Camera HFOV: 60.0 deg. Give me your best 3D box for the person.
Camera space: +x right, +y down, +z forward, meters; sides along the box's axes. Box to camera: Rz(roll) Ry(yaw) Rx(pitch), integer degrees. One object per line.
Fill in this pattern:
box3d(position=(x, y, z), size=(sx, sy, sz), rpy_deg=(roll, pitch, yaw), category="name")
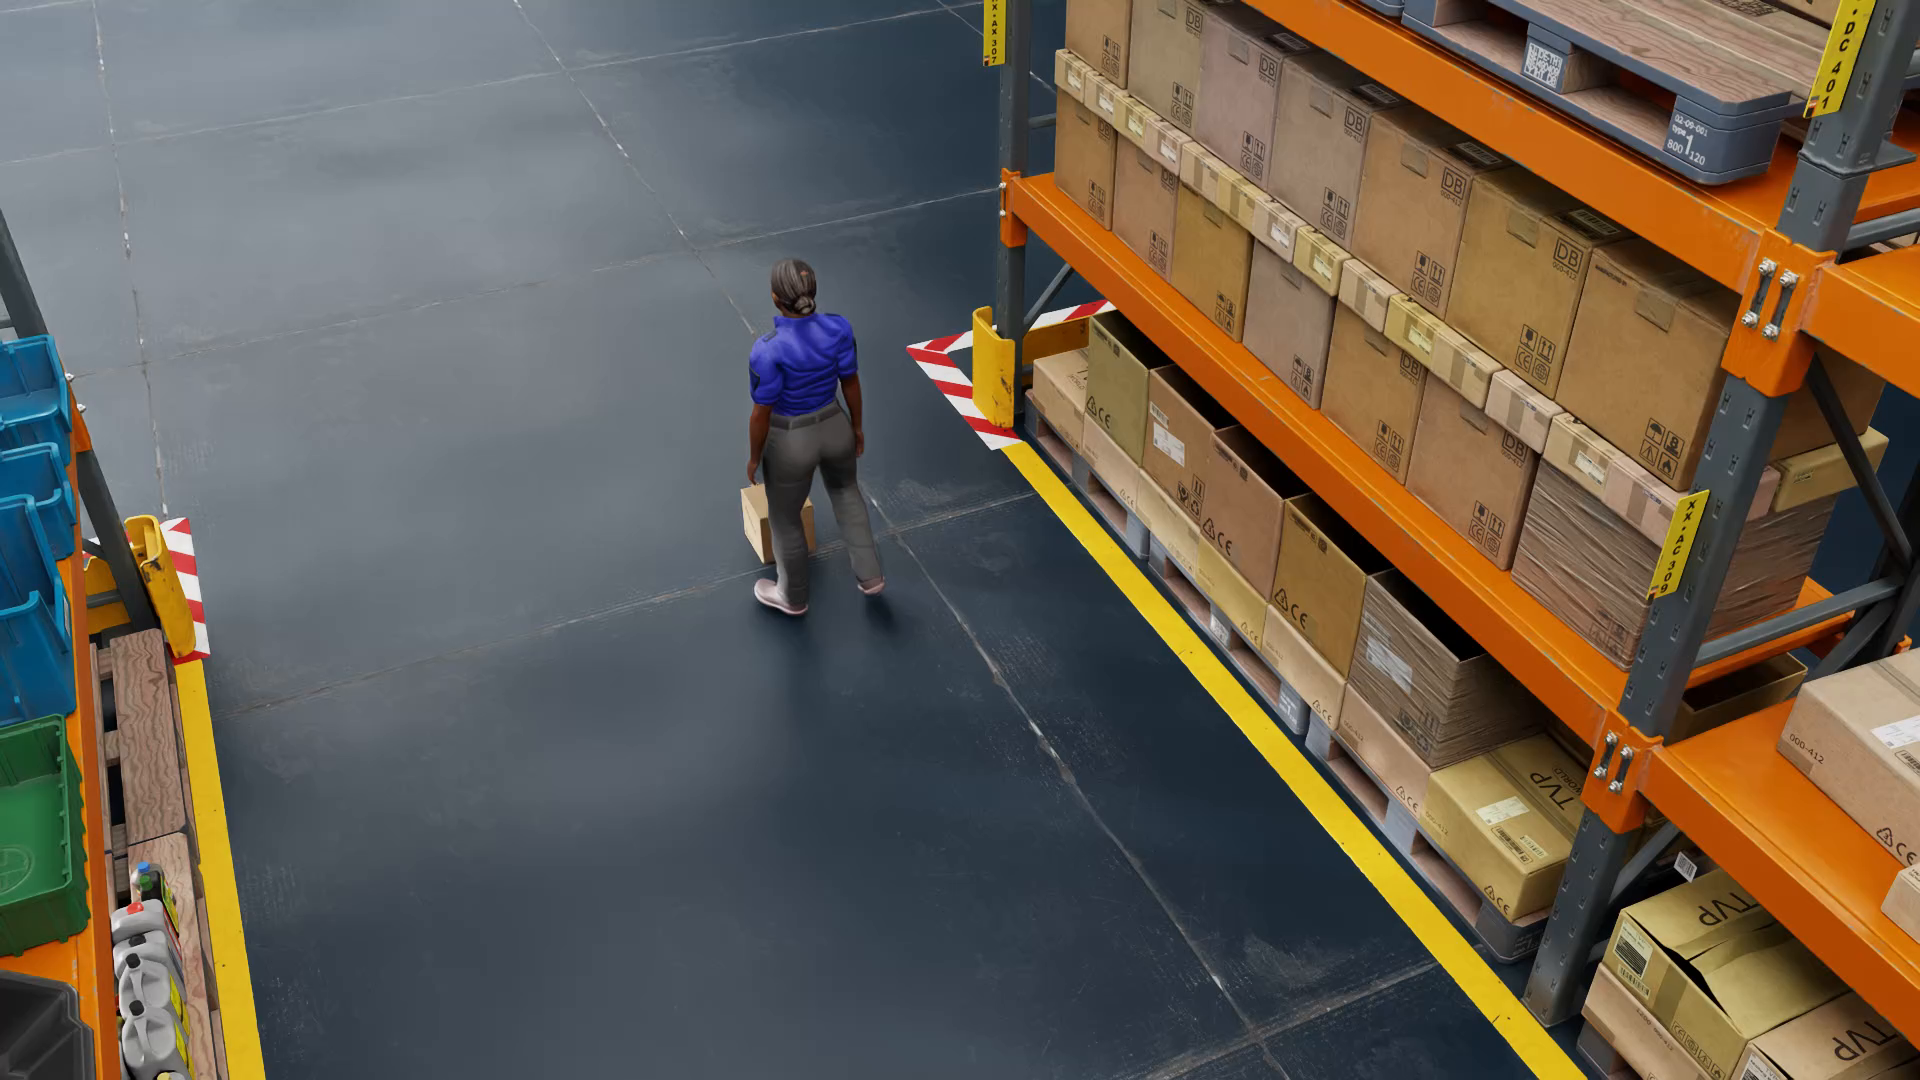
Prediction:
box3d(position=(-0.595, -0.395, 6.634), size=(0.542, 1.663, 0.484), rpy_deg=(-24, 43, -27), category="person")
